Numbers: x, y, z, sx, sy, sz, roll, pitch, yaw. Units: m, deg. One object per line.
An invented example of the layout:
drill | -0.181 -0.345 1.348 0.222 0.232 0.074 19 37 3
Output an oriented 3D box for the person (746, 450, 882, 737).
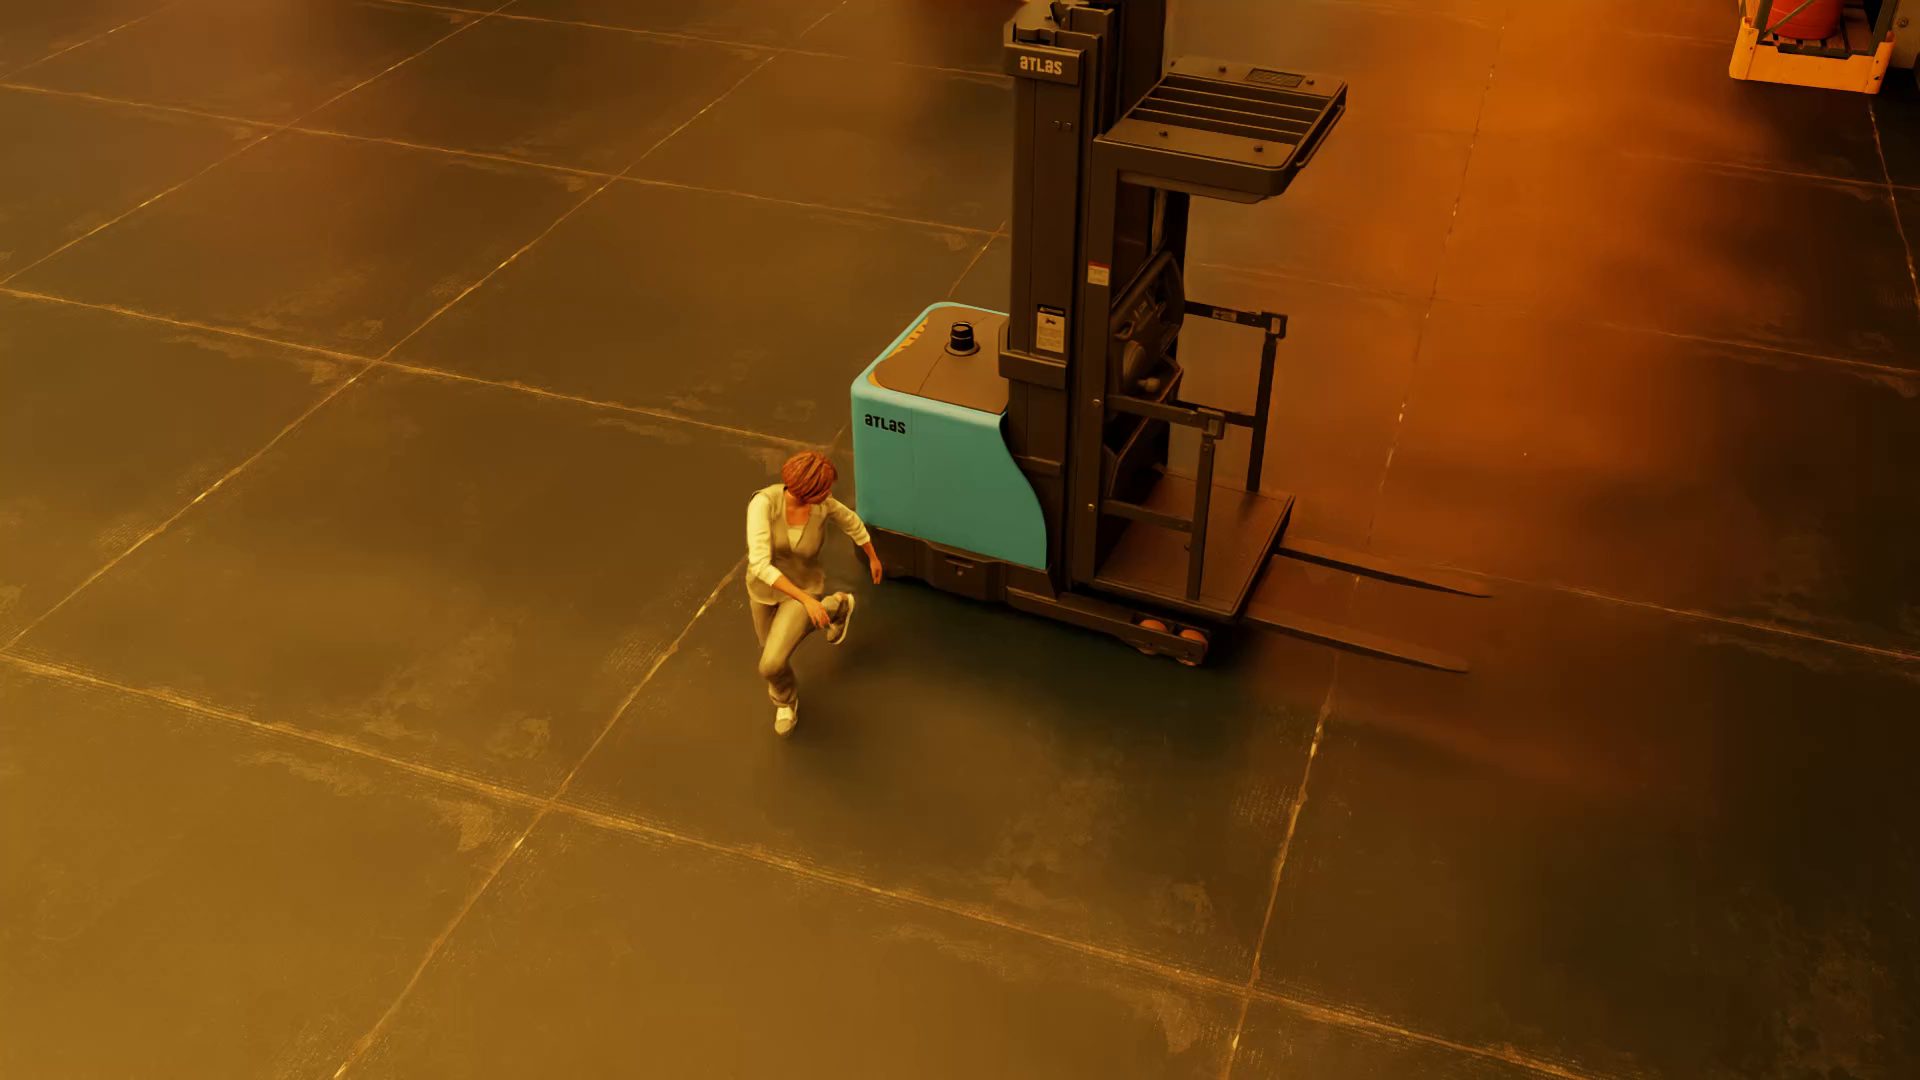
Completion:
person | -0.658 0.163 7.282 0.547 1.368 0.822 7 36 10

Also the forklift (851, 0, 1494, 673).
forklift | 1.029 -0.958 7.462 3.031 2.935 1.130 15 38 20
